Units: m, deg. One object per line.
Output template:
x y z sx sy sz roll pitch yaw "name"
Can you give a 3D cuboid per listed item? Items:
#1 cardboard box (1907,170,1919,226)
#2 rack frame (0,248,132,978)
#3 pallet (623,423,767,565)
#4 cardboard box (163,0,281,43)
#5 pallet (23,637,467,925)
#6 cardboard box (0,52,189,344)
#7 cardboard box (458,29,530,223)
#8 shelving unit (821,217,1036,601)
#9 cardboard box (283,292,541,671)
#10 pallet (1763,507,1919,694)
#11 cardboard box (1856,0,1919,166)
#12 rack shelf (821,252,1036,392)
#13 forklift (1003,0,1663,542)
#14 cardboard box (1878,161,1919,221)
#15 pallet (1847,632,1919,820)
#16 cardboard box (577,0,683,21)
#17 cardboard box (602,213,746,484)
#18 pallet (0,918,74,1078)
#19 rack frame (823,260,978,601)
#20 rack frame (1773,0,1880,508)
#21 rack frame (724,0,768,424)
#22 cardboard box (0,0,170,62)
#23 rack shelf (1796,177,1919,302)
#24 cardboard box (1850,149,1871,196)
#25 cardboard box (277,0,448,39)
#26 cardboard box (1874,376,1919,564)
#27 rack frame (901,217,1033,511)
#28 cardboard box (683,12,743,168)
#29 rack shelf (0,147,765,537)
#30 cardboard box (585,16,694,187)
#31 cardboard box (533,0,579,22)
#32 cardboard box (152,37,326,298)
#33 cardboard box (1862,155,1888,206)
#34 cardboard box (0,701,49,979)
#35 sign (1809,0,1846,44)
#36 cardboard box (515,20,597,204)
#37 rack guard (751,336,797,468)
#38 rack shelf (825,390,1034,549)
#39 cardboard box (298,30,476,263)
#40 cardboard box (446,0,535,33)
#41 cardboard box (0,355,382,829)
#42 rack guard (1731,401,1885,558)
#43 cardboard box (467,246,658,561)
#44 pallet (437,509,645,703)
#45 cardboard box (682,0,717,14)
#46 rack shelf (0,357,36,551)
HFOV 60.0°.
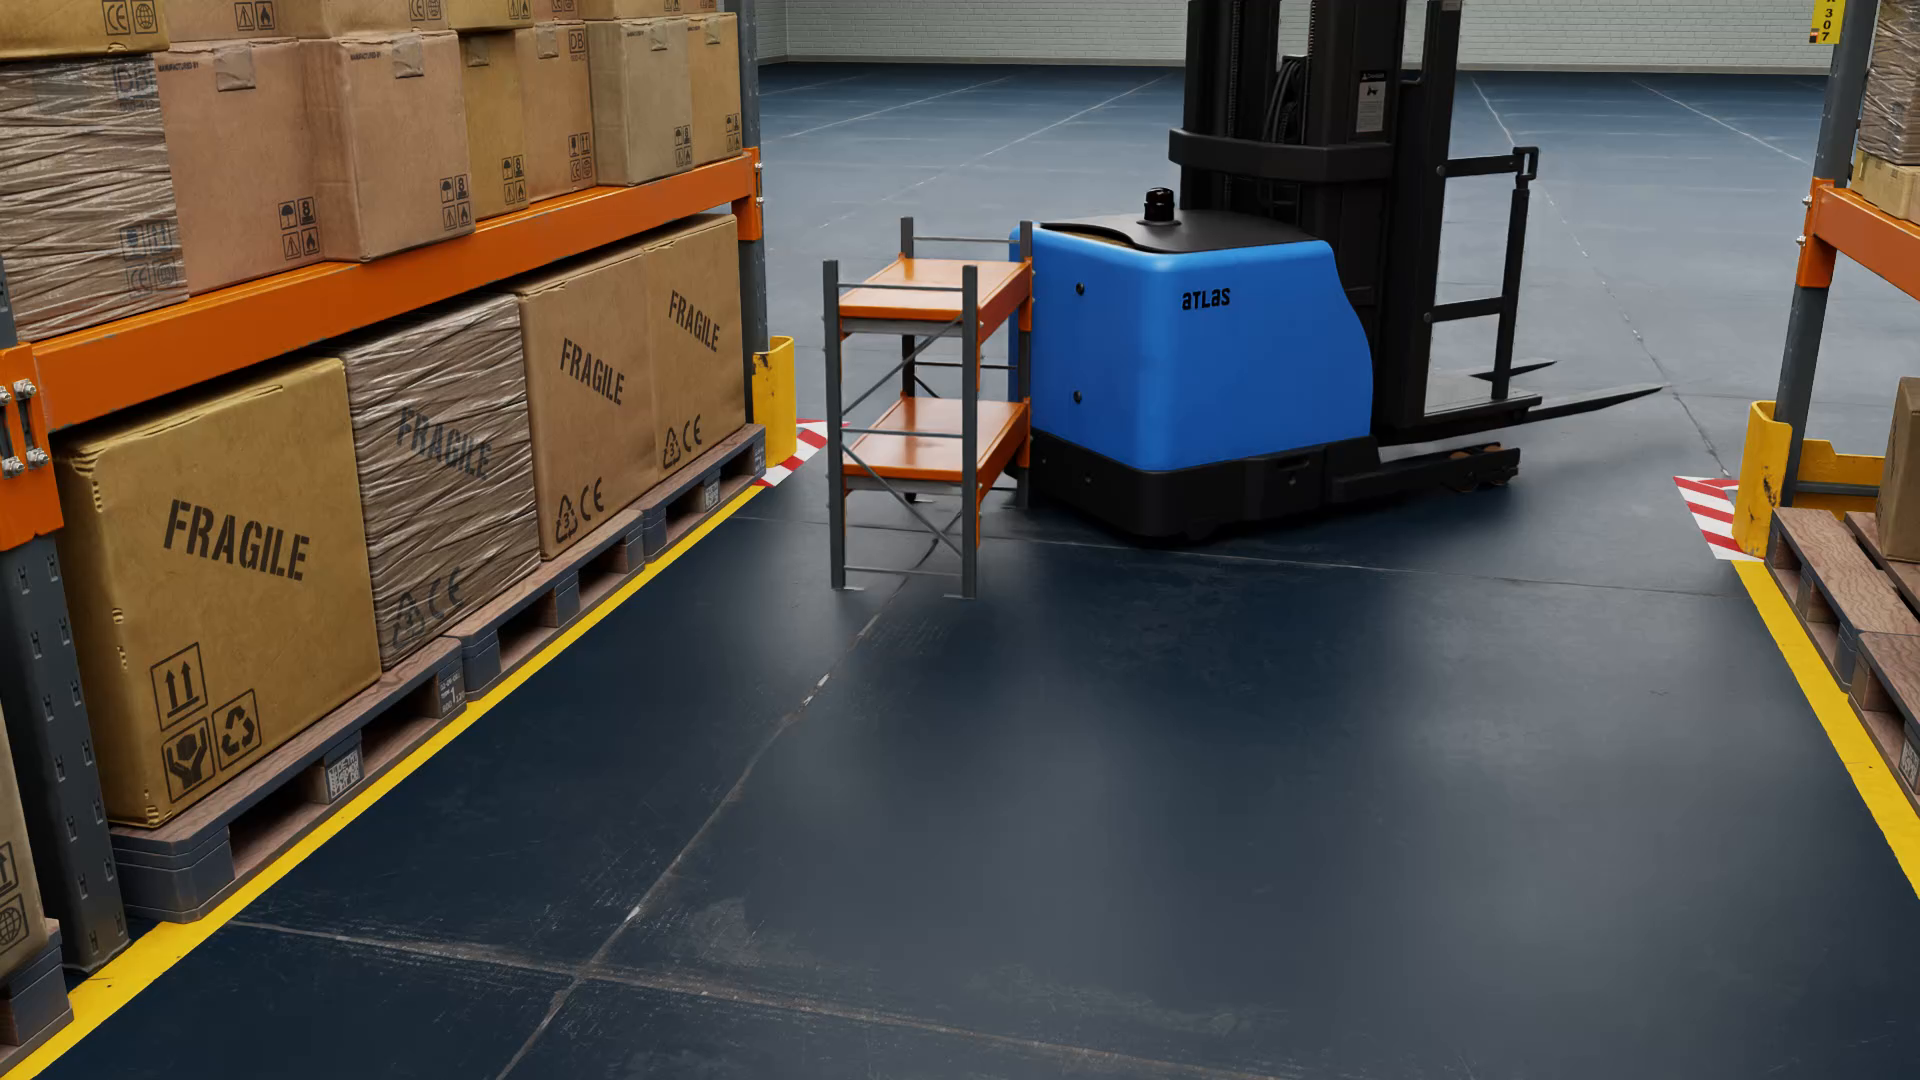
2.968 -0.966 4.763 0.380 0.149 0.250 5 19 13 "cardboard box"
-2.297 -0.559 3.183 1.000 3.000 0.127 5 19 13 "rack frame"
-1.439 -0.236 6.553 1.003 0.211 1.213 5 19 13 "pallet"
-2.152 -1.435 3.847 0.875 0.550 0.550 5 19 13 "cardboard box"
-2.035 0.529 4.314 1.003 0.211 1.213 5 19 13 "pallet"
-2.218 -0.746 3.500 0.875 0.550 0.550 5 19 13 "cardboard box"
-1.828 -1.255 4.988 0.875 0.550 0.500 5 19 13 "cardboard box"
-0.084 -0.509 5.936 0.538 1.125 1.048 4 19 12 "shelving unit"
-1.859 -0.227 4.848 0.875 0.875 0.875 5 19 14 "cardboard box"
3.214 0.206 5.258 1.003 0.211 1.213 5 19 13 "pallet"
3.304 -1.407 5.052 0.875 0.500 0.500 5 19 13 "cardboard box"
-0.084 -0.786 5.842 0.538 0.278 1.000 4 19 12 "rack shelf"
1.709 -1.712 6.666 3.031 2.935 1.130 -11 22 -29 "forklift"
3.009 -1.046 4.997 0.380 0.149 0.250 5 19 13 "cardboard box"
2.914 0.587 4.142 1.003 0.211 1.213 5 19 13 "pallet"
-1.493 -2.102 5.797 0.875 0.550 0.550 5 19 13 "cardboard box"
-1.421 -0.788 6.492 0.875 0.875 0.875 5 19 14 "cardboard box"
-2.412 1.008 2.908 1.003 0.211 1.213 5 19 13 "pallet"
-0.192 -0.348 5.466 0.500 1.125 0.032 4 19 12 "rack frame"
3.465 -1.389 5.614 1.000 3.000 0.127 5 19 13 "rack frame"
-1.320 -1.813 6.854 1.000 3.000 0.127 5 19 13 "rack frame"
-2.173 -1.254 3.315 0.875 0.550 0.550 5 19 13 "cardboard box"
2.977 -0.422 3.895 1.077 0.370 4.000 5 19 13 "rack shelf"
3.165 -1.200 5.448 0.380 0.149 0.250 5 19 13 "cardboard box"
-1.887 -1.594 4.310 0.875 0.550 0.550 5 19 13 "cardboard box"
3.297 -0.211 5.381 0.500 0.500 0.500 9 21 23 "cardboard box"
0.023 -0.669 6.407 0.500 1.125 0.032 4 19 12 "rack frame"
-1.366 -1.764 6.479 0.875 0.550 0.550 5 19 13 "cardboard box"
-1.808 -0.845 5.135 1.077 0.370 4.000 5 19 13 "rack shelf"
-1.480 -1.590 5.969 0.875 0.550 0.550 5 19 13 "cardboard box"
-1.761 -1.937 5.315 0.875 0.550 0.550 5 19 13 "cardboard box"
-2.106 -0.921 4.010 0.875 0.550 0.550 5 19 13 "cardboard box"
3.085 -1.123 5.223 0.380 0.149 0.250 5 19 13 "cardboard box"
-2.361 0.509 2.888 1.050 0.750 0.750 5 19 13 "cardboard box"
2.939 -1.842 5.600 0.100 0.325 0.005 5 19 13 "sign"
-1.738 -1.424 5.484 0.875 0.550 0.550 5 19 13 "cardboard box"
-1.314 -0.637 7.280 1.175 0.500 0.348 5 19 13 "rack guard"
-0.084 -0.277 6.015 0.538 0.278 1.000 4 19 12 "rack shelf"
-1.860 -1.081 4.478 0.875 0.550 0.550 5 19 13 "cardboard box"
-1.765 -1.761 4.798 0.875 0.550 0.500 5 19 13 "cardboard box"
-2.075 0.056 4.020 0.875 0.875 0.875 5 19 14 "cardboard box"
3.447 -0.183 5.948 1.175 0.500 0.348 5 19 13 "rack guard"
-1.634 -0.512 5.684 0.875 0.875 0.875 4 19 13 "cardboard box"
-1.739 0.145 5.437 1.003 0.211 1.213 5 19 13 "pallet"
-1.448 -2.281 6.323 0.875 0.550 0.550 5 19 13 "cardboard box"
-2.786 0.408 1.464 1.077 0.370 4.000 5 19 13 "rack shelf"
